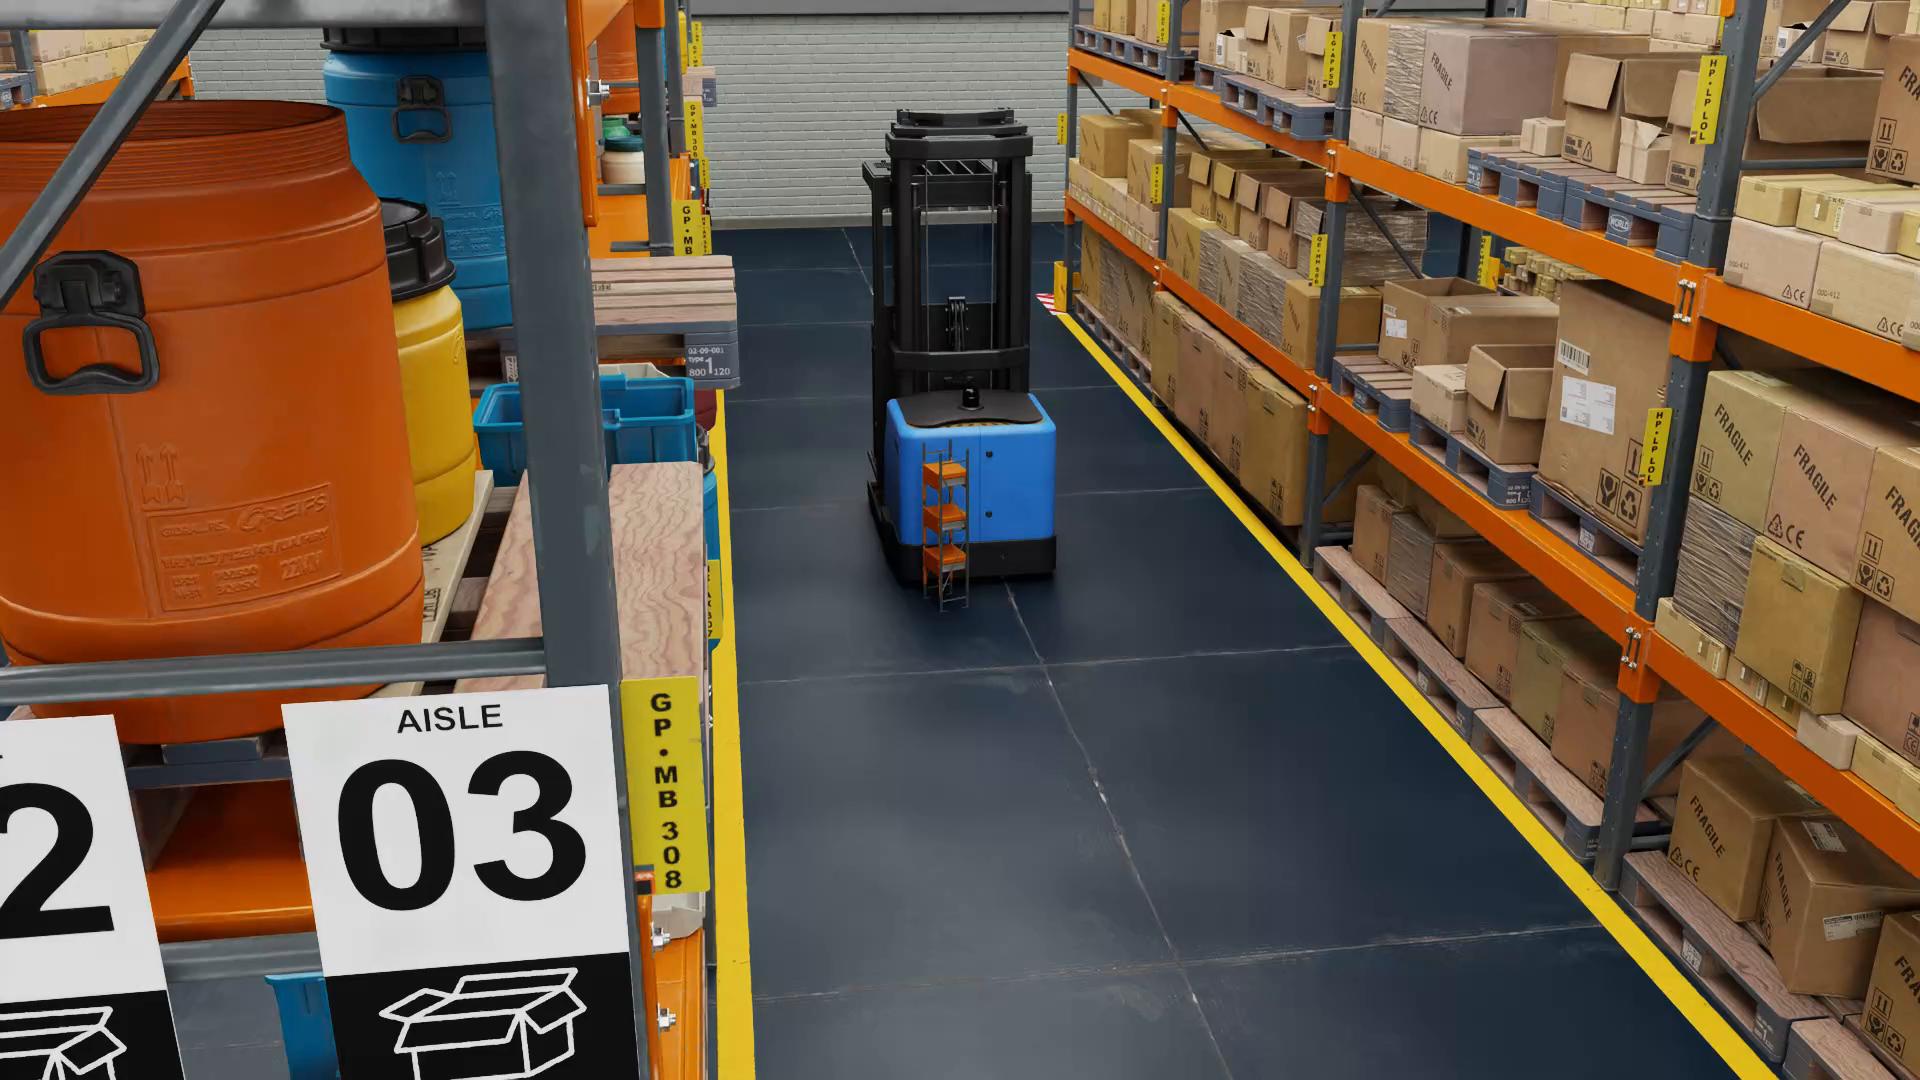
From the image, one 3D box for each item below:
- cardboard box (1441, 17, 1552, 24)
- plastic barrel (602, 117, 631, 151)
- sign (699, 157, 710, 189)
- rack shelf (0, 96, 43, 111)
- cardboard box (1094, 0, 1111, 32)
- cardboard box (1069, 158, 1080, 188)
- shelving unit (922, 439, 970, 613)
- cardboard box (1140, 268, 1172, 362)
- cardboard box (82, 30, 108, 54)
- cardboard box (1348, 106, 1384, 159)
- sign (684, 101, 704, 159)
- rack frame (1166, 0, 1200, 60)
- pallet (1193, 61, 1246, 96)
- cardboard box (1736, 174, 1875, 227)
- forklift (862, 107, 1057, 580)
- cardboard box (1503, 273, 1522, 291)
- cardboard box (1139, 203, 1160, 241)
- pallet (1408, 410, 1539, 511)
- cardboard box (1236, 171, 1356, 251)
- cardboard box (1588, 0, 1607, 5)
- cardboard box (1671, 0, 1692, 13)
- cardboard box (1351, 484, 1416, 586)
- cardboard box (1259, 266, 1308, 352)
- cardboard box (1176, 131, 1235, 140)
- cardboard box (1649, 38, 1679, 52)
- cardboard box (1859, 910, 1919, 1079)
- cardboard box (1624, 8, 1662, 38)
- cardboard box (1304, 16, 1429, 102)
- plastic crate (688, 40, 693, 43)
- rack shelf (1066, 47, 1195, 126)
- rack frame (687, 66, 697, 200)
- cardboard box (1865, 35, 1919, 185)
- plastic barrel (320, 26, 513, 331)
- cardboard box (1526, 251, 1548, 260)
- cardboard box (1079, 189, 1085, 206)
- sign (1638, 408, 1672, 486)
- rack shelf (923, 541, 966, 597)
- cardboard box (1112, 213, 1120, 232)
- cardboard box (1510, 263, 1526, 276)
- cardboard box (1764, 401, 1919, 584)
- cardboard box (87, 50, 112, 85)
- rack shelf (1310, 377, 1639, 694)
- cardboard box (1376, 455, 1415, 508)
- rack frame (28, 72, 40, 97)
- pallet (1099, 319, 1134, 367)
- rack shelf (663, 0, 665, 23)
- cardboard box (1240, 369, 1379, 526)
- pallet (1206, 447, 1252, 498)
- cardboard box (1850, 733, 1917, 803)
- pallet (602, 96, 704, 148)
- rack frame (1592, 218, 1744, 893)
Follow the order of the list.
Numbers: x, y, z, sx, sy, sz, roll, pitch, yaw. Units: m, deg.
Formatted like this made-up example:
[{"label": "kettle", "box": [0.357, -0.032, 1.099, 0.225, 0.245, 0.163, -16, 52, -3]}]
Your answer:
[{"label": "cardboard box", "box": [3.125, -2.784, 9.738, 0.500, 0.500, 0.500, -2, 21, -6]}, {"label": "plastic barrel", "box": [-2.007, -2.250, 9.388, 0.294, 0.245, 0.294, 0, 20, 0]}, {"label": "sign", "box": [-2.704, -3.880, 17.584, 0.100, 0.325, 0.005, -3, 21, -8]}, {"label": "rack shelf", "box": [-7.283, -2.512, 10.897, 1.077, 0.370, 4.000, -3, 21, -8]}, {"label": "cardboard box", "box": [1.745, -5.337, 16.546, 0.700, 0.500, 0.500, -4, 21, -10]}, {"label": "cardboard box", "box": [1.457, -3.909, 17.685, 0.500, 0.250, 0.500, -3, 21, -9]}, {"label": "shelving unit", "box": [-0.089, -0.089, 10.454, 0.215, 1.050, 0.252, -10, 23, -24]}, {"label": "cardboard box", "box": [2.216, -2.069, 15.405, 0.875, 0.875, 0.875, -3, 21, -8]}, {"label": "cardboard box", "box": [-7.530, -4.233, 13.977, 0.500, 0.250, 0.500, -3, 21, -8]}, {"label": "cardboard box", "box": [2.624, -2.410, 9.808, 0.500, 0.250, 0.500, -3, 21, -7]}, {"label": "sign", "box": [-1.550, -2.387, 9.682, 0.100, 0.325, 0.005, -3, 21, -8]}, {"label": "rack frame", "box": [2.232, -5.445, 13.435, 1.000, 3.000, 0.127, -3, 21, -8]}, {"label": "pallet", "box": [2.413, -3.636, 13.150, 0.805, 0.209, 1.217, -4, 21, -10]}, {"label": "cardboard box", "box": [3.127, -1.259, 6.157, 0.380, 0.149, 0.250, -4, 21, -9]}, {"label": "forklift", "box": [-0.093, -1.591, 11.787, 1.130, 2.935, 3.031, -3, 21, -8]}, {"label": "cardboard box", "box": [6.337, -2.899, 18.665, 0.380, 0.149, 0.250, -2, 21, -7]}, {"label": "cardboard box", "box": [1.908, -2.844, 14.832, 0.500, 0.250, 0.500, -3, 21, -9]}, {"label": "pallet", "box": [3.134, -0.477, 8.980, 1.003, 0.211, 1.213, -3, 21, -8]}, {"label": "cardboard box", "box": [2.524, -2.479, 12.488, 0.797, 0.503, 0.637, -2, 21, -6]}, {"label": "cardboard box", "box": [6.505, -5.416, 16.574, 0.380, 0.149, 0.250, -2, 21, -6]}, {"label": "cardboard box", "box": [6.714, -4.874, 15.122, 0.380, 0.149, 0.250, -3, 21, -8]}, {"label": "cardboard box", "box": [2.925, -0.054, 10.518, 0.700, 0.500, 0.500, -4, 21, -11]}, {"label": "cardboard box", "box": [2.426, -1.628, 11.646, 0.500, 0.500, 0.500, -3, 21, -8]}, {"label": "cardboard box", "box": [2.273, -3.585, 15.745, 0.500, 0.500, 0.500, -4, 21, -9]}, {"label": "cardboard box", "box": [6.756, -4.515, 15.445, 0.500, 0.250, 0.500, -3, 21, -8]}, {"label": "cardboard box", "box": [3.660, 1.658, 5.961, 0.500, 0.500, 0.500, -5, 21, -13]}, {"label": "cardboard box", "box": [6.693, -4.927, 15.834, 0.500, 0.250, 0.500, -2, 21, -6]}, {"label": "cardboard box", "box": [2.649, -3.108, 10.716, 0.797, 0.503, 0.637, -2, 21, -5]}, {"label": "plastic crate", "box": [-2.821, -4.749, 16.160, 0.450, 0.188, 0.336, -3, 21, -8]}, {"label": "rack shelf", "box": [1.943, -4.396, 15.939, 1.077, 0.370, 4.000, -3, 21, -8]}, {"label": "rack frame", "box": [-2.670, -2.385, 13.815, 1.000, 3.000, 0.127, -3, 21, -8]}, {"label": "cardboard box", "box": [3.702, -1.548, 6.004, 0.500, 0.500, 0.500, -4, 21, -9]}, {"label": "plastic barrel", "box": [-1.479, -1.102, 4.776, 0.600, 0.901, 0.708, -3, 21, -8]}, {"label": "cardboard box", "box": [6.476, -3.087, 18.319, 0.380, 0.149, 0.250, -3, 21, -7]}, {"label": "cardboard box", "box": [1.455, -3.585, 17.388, 0.380, 0.149, 0.250, -3, 21, -9]}, {"label": "sign", "box": [2.836, -0.378, 6.787, 0.100, 0.325, 0.005, -3, 21, -8]}, {"label": "rack shelf", "box": [-0.089, 0.181, 10.555, 0.215, 0.259, 0.240, -10, 23, -24]}, {"label": "cardboard box", "box": [1.678, -3.051, 15.958, 0.380, 0.149, 0.250, -3, 21, -9]}, {"label": "cardboard box", "box": [6.399, -3.041, 18.621, 0.380, 0.149, 0.250, -2, 21, -5]}, {"label": "cardboard box", "box": [3.272, -0.178, 5.909, 0.500, 0.500, 0.500, -3, 21, -8]}, {"label": "cardboard box", "box": [-7.536, -3.999, 14.063, 0.500, 0.250, 0.500, -3, 21, -8]}, {"label": "rack shelf", "box": [3.097, -0.221, 9.048, 1.077, 0.370, 4.000, -3, 21, -8]}, {"label": "cardboard box", "box": [2.935, -0.406, 10.388, 0.500, 0.250, 0.500, -2, 21, -6]}, {"label": "rack frame", "box": [-7.572, -2.137, 13.150, 1.000, 3.000, 0.127, -3, 21, -8]}, {"label": "pallet", "box": [2.020, -2.019, 16.821, 1.003, 0.211, 1.213, -3, 21, -8]}, {"label": "rack shelf", "box": [-1.805, -2.594, 7.400, 1.077, 0.370, 4.000, -3, 21, -8]}, {"label": "cardboard box", "box": [2.729, -0.692, 11.717, 1.225, 0.875, 0.875, -4, 21, -10]}, {"label": "pallet", "box": [2.597, -0.642, 13.134, 1.003, 0.211, 1.213, -3, 21, -8]}, {"label": "cardboard box", "box": [3.323, 0.774, 5.717, 0.380, 0.149, 0.250, -3, 21, -8]}, {"label": "pallet", "box": [-2.106, -2.587, 10.338, 1.003, 0.211, 1.213, -3, 21, -8]}, {"label": "rack frame", "box": [3.385, 0.135, 7.068, 1.000, 3.000, 0.127, -3, 21, -8]}]
